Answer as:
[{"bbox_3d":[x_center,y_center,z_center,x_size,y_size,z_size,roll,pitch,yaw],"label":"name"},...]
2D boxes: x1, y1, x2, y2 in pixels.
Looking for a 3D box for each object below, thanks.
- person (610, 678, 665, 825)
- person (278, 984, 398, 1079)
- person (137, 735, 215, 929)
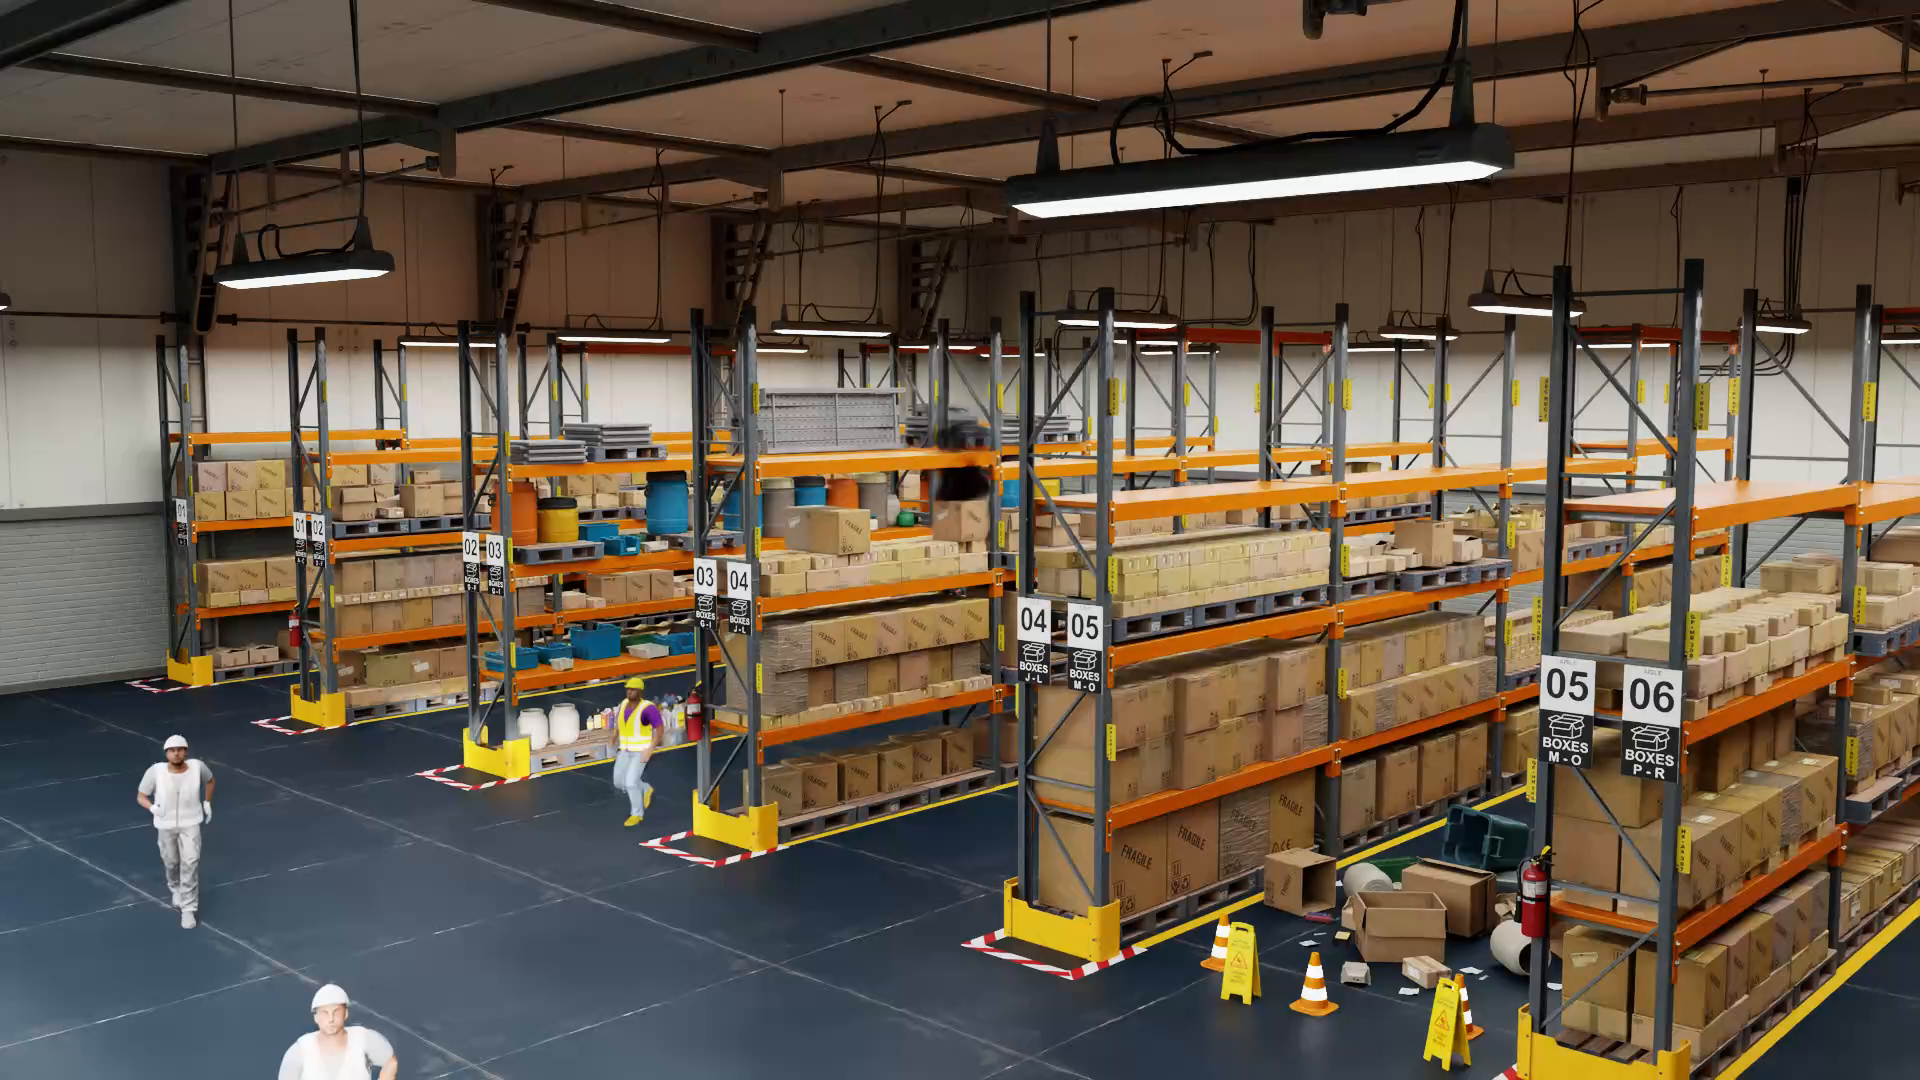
[{"bbox_3d":[-3.824,2.474,19.623,0.734,1.731,0.551,4,7,36],"label":"person"},{"bbox_3d":[-3.515,3.397,9.404,0.641,1.746,0.601,-2,6,-17],"label":"person"},{"bbox_3d":[-7.549,2.759,16.039,0.674,1.789,0.931,-2,6,-22],"label":"person"}]
